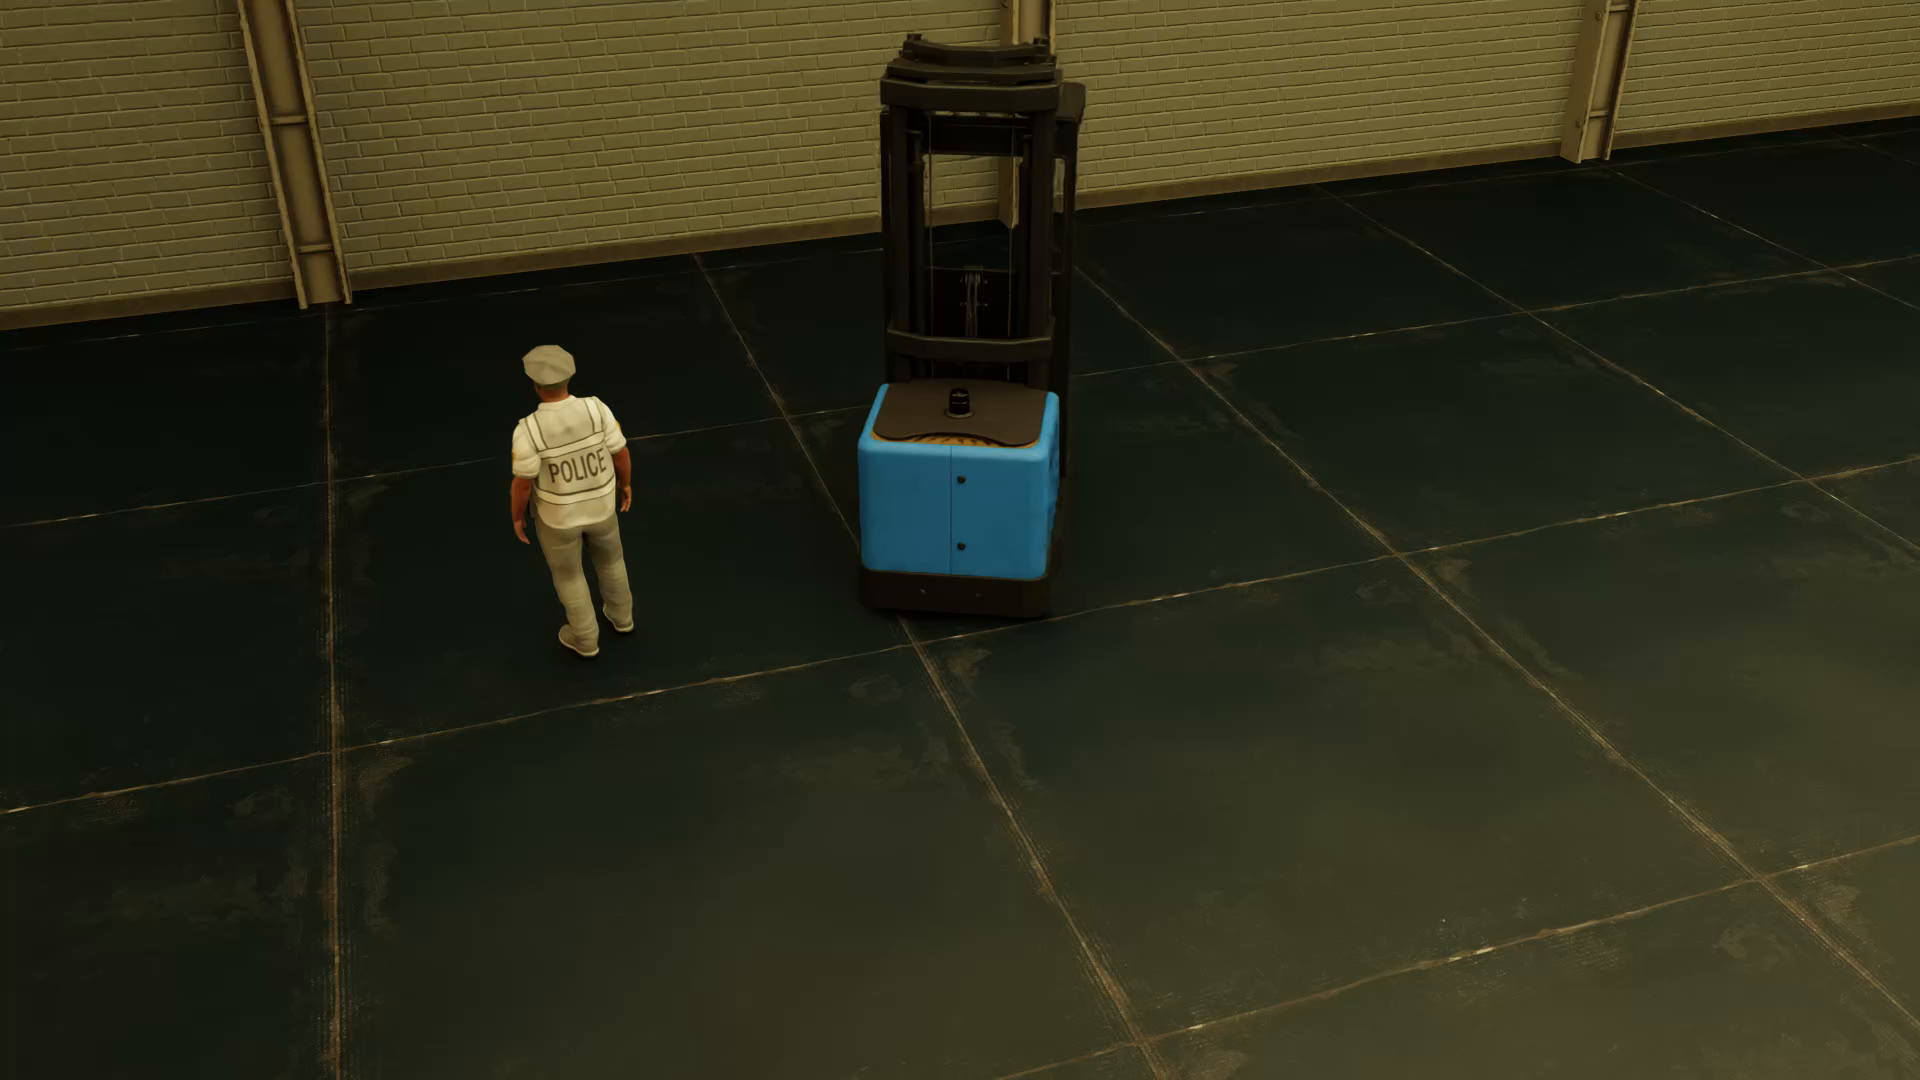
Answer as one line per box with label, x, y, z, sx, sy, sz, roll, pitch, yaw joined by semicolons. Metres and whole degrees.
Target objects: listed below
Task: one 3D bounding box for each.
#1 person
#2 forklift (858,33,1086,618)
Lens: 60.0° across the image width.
person;-2.025;-0.214;8.602;0.647;1.782;0.573;-17;34;-27
forklift;0.135;-1.555;9.790;1.130;2.935;3.031;4;30;6
